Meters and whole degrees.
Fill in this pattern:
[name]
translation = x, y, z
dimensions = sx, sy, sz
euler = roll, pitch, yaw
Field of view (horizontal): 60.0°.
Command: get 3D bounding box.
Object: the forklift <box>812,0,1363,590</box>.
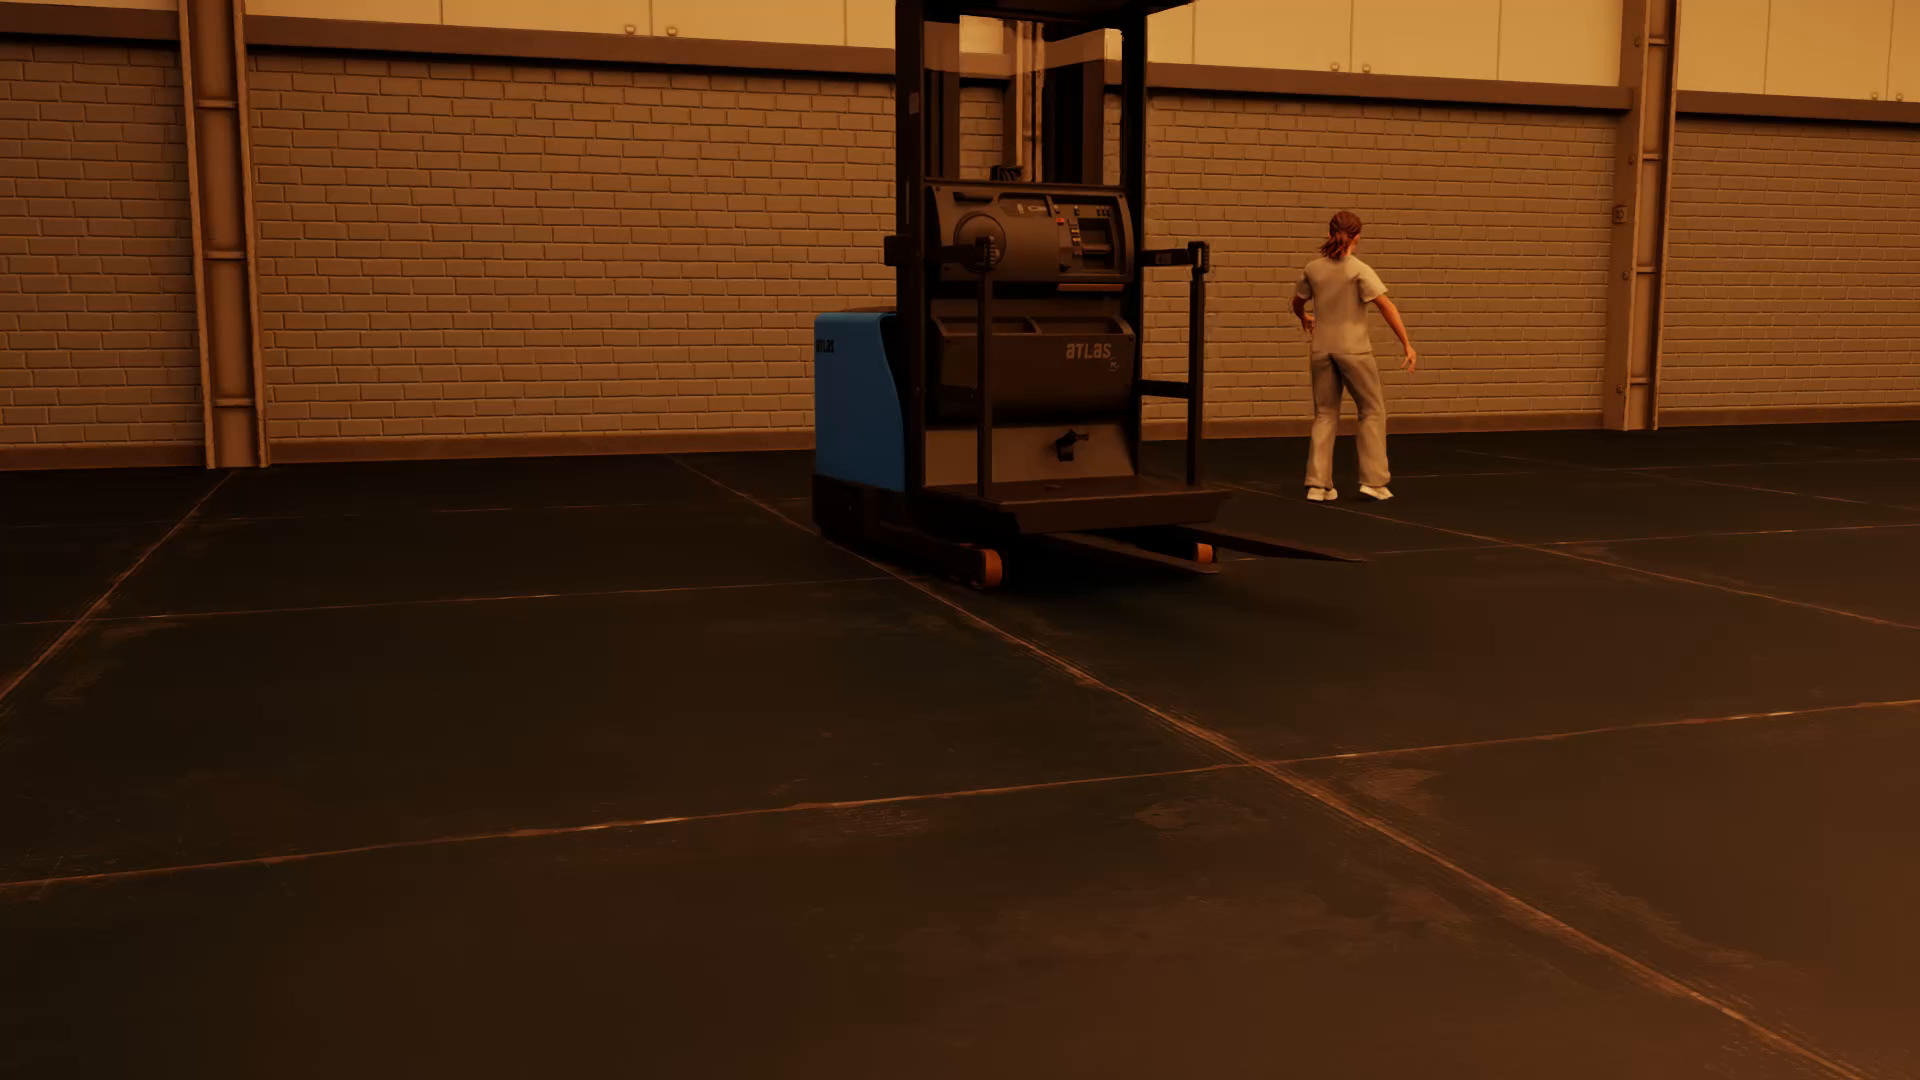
[forklift]
translation = 0.413, -1.325, 6.788
dimensions = 1.130, 2.935, 3.031
euler = -4, 9, -27

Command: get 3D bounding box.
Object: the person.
[person]
translation = 2.267, -1.032, 9.586
dimensions = 0.884, 1.681, 0.632
euler = 7, 11, 42
